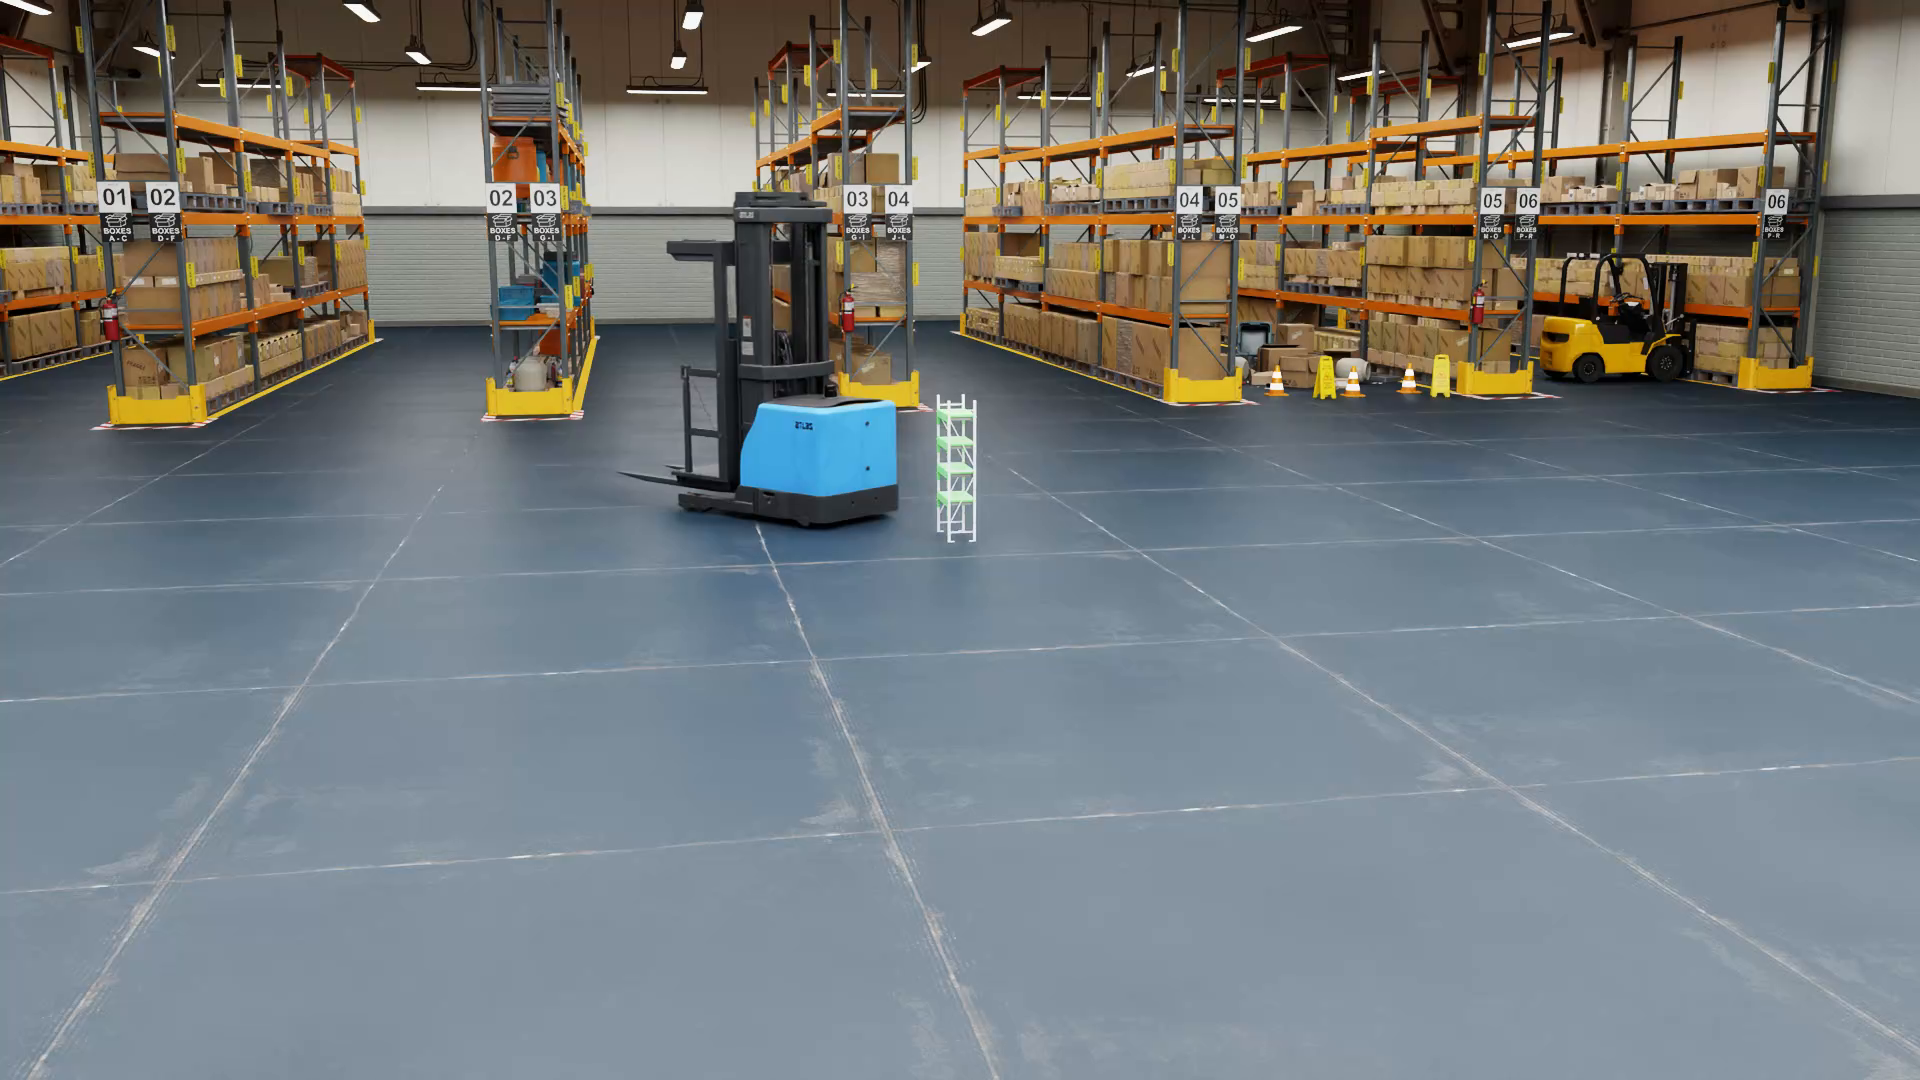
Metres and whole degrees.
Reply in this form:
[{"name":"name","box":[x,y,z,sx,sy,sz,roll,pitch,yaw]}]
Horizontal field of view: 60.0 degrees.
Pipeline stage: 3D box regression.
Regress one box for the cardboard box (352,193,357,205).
[{"name":"cardboard box","box":[-13.571,-7.489,36.562,0.500,0.250,0.500,-2,11,-11]}]

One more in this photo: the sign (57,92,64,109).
[{"name":"sign","box":[-17.569,-8.572,32.458,0.100,0.325,0.005,-2,11,-11]}]

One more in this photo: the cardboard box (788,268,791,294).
[{"name":"cardboard box","box":[-3.084,-5.043,32.402,0.500,0.500,0.500,-2,11,-9]}]

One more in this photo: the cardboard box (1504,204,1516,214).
[{"name":"cardboard box","box":[8.786,-5.228,26.293,0.380,0.149,0.250,-2,11,-11]}]

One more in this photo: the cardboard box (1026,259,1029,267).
[{"name":"cardboard box","box":[1.548,-5.569,33.390,0.380,0.149,0.250,-2,11,-12]}]

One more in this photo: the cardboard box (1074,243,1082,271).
[{"name":"cardboard box","box":[2.519,-5.251,30.823,0.700,0.500,0.500,-2,11,-12]}]

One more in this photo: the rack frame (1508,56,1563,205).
[{"name":"rack frame","box":[11.844,-8.401,34.268,1.000,3.000,0.127,-2,11,-11]}]

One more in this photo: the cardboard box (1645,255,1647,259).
[{"name":"cardboard box","box":[12.591,-5.074,30.034,0.380,0.149,0.250,-2,11,-12]}]

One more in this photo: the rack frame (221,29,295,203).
[{"name":"rack frame","box":[-12.463,-7.500,29.534,1.000,3.000,0.127,-2,11,-11]}]

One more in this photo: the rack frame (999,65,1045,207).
[{"name":"rack frame","box":[1.362,-8.755,36.127,1.000,3.000,0.127,-2,11,-11]}]

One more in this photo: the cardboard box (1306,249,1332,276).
[{"name":"cardboard box","box":[7.054,-5.391,32.312,0.500,0.500,0.500,-2,11,-10]}]

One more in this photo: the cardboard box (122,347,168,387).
[{"name":"cardboard box","box":[-11.303,-2.397,22.993,0.500,0.500,0.500,-2,11,-11]}]

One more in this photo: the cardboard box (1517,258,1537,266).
[{"name":"cardboard box","box":[11.670,-5.704,34.139,0.380,0.149,0.250,-2,11,-10]}]

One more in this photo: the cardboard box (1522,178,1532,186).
[{"name":"cardboard box","box":[11.746,-7.090,33.746,0.500,0.500,0.500,-2,11,-11]}]

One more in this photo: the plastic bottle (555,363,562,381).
[{"name":"plastic bottle","box":[-6.290,-2.645,26.177,0.152,0.276,0.135,-2,11,-10]}]

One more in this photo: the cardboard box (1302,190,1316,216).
[{"name":"cardboard box","box":[7.150,-6.621,32.672,0.700,0.500,0.500,-2,11,-11]}]

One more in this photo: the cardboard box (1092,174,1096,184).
[{"name":"cardboard box","box":[2.753,-6.544,30.874,0.500,0.500,0.500,-2,11,-11]}]

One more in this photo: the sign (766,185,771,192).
[{"name":"sign","box":[-4.067,-7.392,35.394,0.100,0.325,0.005,-2,11,-11]}]

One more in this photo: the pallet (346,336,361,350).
[{"name":"pallet","box":[-13.614,-4.267,36.050,1.003,0.211,1.213,-2,11,-11]}]

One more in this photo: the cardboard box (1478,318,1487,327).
[{"name":"cardboard box","box":[11.464,-4.594,35.874,0.500,0.500,0.500,-2,11,-12]}]

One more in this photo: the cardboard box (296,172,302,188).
[{"name":"cardboard box","box":[-12.953,-6.725,31.826,0.600,0.600,0.600,-3,11,-13]}]

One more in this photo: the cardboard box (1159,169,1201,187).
[{"name":"cardboard box","box":[3.327,-5.488,25.200,0.500,0.250,0.500,-2,11,-10]}]

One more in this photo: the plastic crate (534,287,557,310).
[{"name":"plastic crate","box":[-6.848,-3.868,26.660,0.767,0.338,0.504,-2,11,-11]}]

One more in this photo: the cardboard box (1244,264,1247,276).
[{"name":"cardboard box","box":[6.308,-5.807,35.746,0.500,0.250,0.500,-2,11,-13]}]

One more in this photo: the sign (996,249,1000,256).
[{"name":"sign","box":[0.831,-6.212,36.496,0.100,0.325,0.005,-2,11,-11]}]

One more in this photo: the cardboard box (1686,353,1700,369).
[{"name":"cardboard box","box":[12.823,-3.101,28.695,0.500,0.250,0.500,-2,11,-10]}]

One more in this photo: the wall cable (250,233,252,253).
[{"name":"wall cable","box":[-19.627,-8.311,42.101,3.097,2.526,0.112,-2,11,-11]}]

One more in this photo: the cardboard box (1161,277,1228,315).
[{"name":"cardboard box","box":[3.579,-3.747,25.460,0.875,0.550,0.550,-2,11,-11]}]

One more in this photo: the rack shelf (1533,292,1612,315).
[{"name":"rack shelf","box":[12.233,-4.734,32.969,1.077,0.370,4.000,-2,11,-11]}]

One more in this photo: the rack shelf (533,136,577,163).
[{"name":"rack shelf","box":[-7.214,-6.763,28.654,1.077,0.370,4.000,-2,11,-11]}]

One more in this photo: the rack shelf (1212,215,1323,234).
[{"name":"rack shelf","box":[6.587,-6.760,35.591,1.077,0.370,4.000,-2,11,-11]}]

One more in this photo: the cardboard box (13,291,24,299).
[{"name":"cardboard box","box":[-17.167,-4.426,30.044,0.380,0.149,0.250,-2,11,-9]}]

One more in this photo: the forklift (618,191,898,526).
[{"name":"forklift","box":[-2.024,-1.761,15.611,3.031,2.935,1.130,9,14,39]}]

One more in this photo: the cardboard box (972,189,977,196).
[{"name":"cardboard box","box":[0.483,-8.171,39.078,0.380,0.149,0.250,-2,11,-10]}]

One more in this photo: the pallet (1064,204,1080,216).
[{"name":"pallet","box":[2.538,-6.134,30.884,1.003,0.211,1.213,-2,11,-8]}]

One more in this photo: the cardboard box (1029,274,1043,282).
[{"name":"cardboard box","box":[1.593,-5.231,33.206,0.380,0.149,0.250,-2,11,-10]}]

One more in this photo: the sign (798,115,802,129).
[{"name":"sign","box":[-3.766,-9.842,39.127,0.100,0.325,0.005,-2,11,-11]}]

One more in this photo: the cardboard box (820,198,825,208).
[{"name":"cardboard box","box":[-1.937,-5.298,26.391,0.500,0.250,0.500,-3,11,-13]}]

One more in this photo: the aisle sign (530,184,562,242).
[{"name":"aisle sign","box":[-5.746,-4.540,23.072,0.394,0.787,0.004,-2,11,-11]}]

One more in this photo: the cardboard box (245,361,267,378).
[{"name":"cardboard box","box":[-11.520,-2.758,26.894,0.500,0.250,0.500,-2,11,-12]}]

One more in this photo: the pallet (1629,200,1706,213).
[{"name":"pallet","box":[12.813,-5.995,29.885,1.003,0.211,1.213,-2,11,-11]}]

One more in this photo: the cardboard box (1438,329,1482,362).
[{"name":"cardboard box","box":[8.120,-3.167,27.038,0.500,0.500,0.500,-2,11,-11]}]

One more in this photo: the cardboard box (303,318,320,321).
[{"name":"cardboard box","box":[-13.630,-4.369,34.636,0.500,0.500,0.500,-2,11,-11]}]

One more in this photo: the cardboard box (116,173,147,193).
[{"name":"cardboard box","box":[-11.390,-4.962,23.126,0.500,0.250,0.500,-2,11,-11]}]

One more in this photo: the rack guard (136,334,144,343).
[{"name":"rack guard","box":[-18.882,-4.616,37.110,1.175,0.500,0.348,-2,11,-11]}]

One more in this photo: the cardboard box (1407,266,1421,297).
[{"name":"cardboard box","box":[7.889,-4.368,28.060,0.500,0.500,0.500,-2,11,-10]}]

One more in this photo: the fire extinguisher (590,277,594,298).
[{"name":"fire extinguisher","box":[-8.743,-6.023,39.020,0.296,0.674,0.183,-2,11,-11]}]

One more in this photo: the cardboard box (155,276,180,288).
[{"name":"cardboard box","box":[-10.772,-3.533,22.735,0.380,0.149,0.250,-2,11,-11]}]

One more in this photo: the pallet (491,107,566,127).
[{"name":"pallet","box":[-6.397,-6.282,24.710,1.003,0.211,1.213,-2,11,-11]}]

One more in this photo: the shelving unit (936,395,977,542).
[{"name":"shelving unit","box":[-0.032,-0.620,14.244,0.258,1.200,0.503,-2,11,-11]}]

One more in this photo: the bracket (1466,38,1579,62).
[{"name":"bracket","box":[12.051,-10.499,35.662,0.076,0.066,4.783,-2,11,-11]}]

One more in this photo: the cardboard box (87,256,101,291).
[{"name":"cardboard box","box":[-18.325,-5.487,34.201,0.980,0.700,0.700,-2,11,-12]}]
